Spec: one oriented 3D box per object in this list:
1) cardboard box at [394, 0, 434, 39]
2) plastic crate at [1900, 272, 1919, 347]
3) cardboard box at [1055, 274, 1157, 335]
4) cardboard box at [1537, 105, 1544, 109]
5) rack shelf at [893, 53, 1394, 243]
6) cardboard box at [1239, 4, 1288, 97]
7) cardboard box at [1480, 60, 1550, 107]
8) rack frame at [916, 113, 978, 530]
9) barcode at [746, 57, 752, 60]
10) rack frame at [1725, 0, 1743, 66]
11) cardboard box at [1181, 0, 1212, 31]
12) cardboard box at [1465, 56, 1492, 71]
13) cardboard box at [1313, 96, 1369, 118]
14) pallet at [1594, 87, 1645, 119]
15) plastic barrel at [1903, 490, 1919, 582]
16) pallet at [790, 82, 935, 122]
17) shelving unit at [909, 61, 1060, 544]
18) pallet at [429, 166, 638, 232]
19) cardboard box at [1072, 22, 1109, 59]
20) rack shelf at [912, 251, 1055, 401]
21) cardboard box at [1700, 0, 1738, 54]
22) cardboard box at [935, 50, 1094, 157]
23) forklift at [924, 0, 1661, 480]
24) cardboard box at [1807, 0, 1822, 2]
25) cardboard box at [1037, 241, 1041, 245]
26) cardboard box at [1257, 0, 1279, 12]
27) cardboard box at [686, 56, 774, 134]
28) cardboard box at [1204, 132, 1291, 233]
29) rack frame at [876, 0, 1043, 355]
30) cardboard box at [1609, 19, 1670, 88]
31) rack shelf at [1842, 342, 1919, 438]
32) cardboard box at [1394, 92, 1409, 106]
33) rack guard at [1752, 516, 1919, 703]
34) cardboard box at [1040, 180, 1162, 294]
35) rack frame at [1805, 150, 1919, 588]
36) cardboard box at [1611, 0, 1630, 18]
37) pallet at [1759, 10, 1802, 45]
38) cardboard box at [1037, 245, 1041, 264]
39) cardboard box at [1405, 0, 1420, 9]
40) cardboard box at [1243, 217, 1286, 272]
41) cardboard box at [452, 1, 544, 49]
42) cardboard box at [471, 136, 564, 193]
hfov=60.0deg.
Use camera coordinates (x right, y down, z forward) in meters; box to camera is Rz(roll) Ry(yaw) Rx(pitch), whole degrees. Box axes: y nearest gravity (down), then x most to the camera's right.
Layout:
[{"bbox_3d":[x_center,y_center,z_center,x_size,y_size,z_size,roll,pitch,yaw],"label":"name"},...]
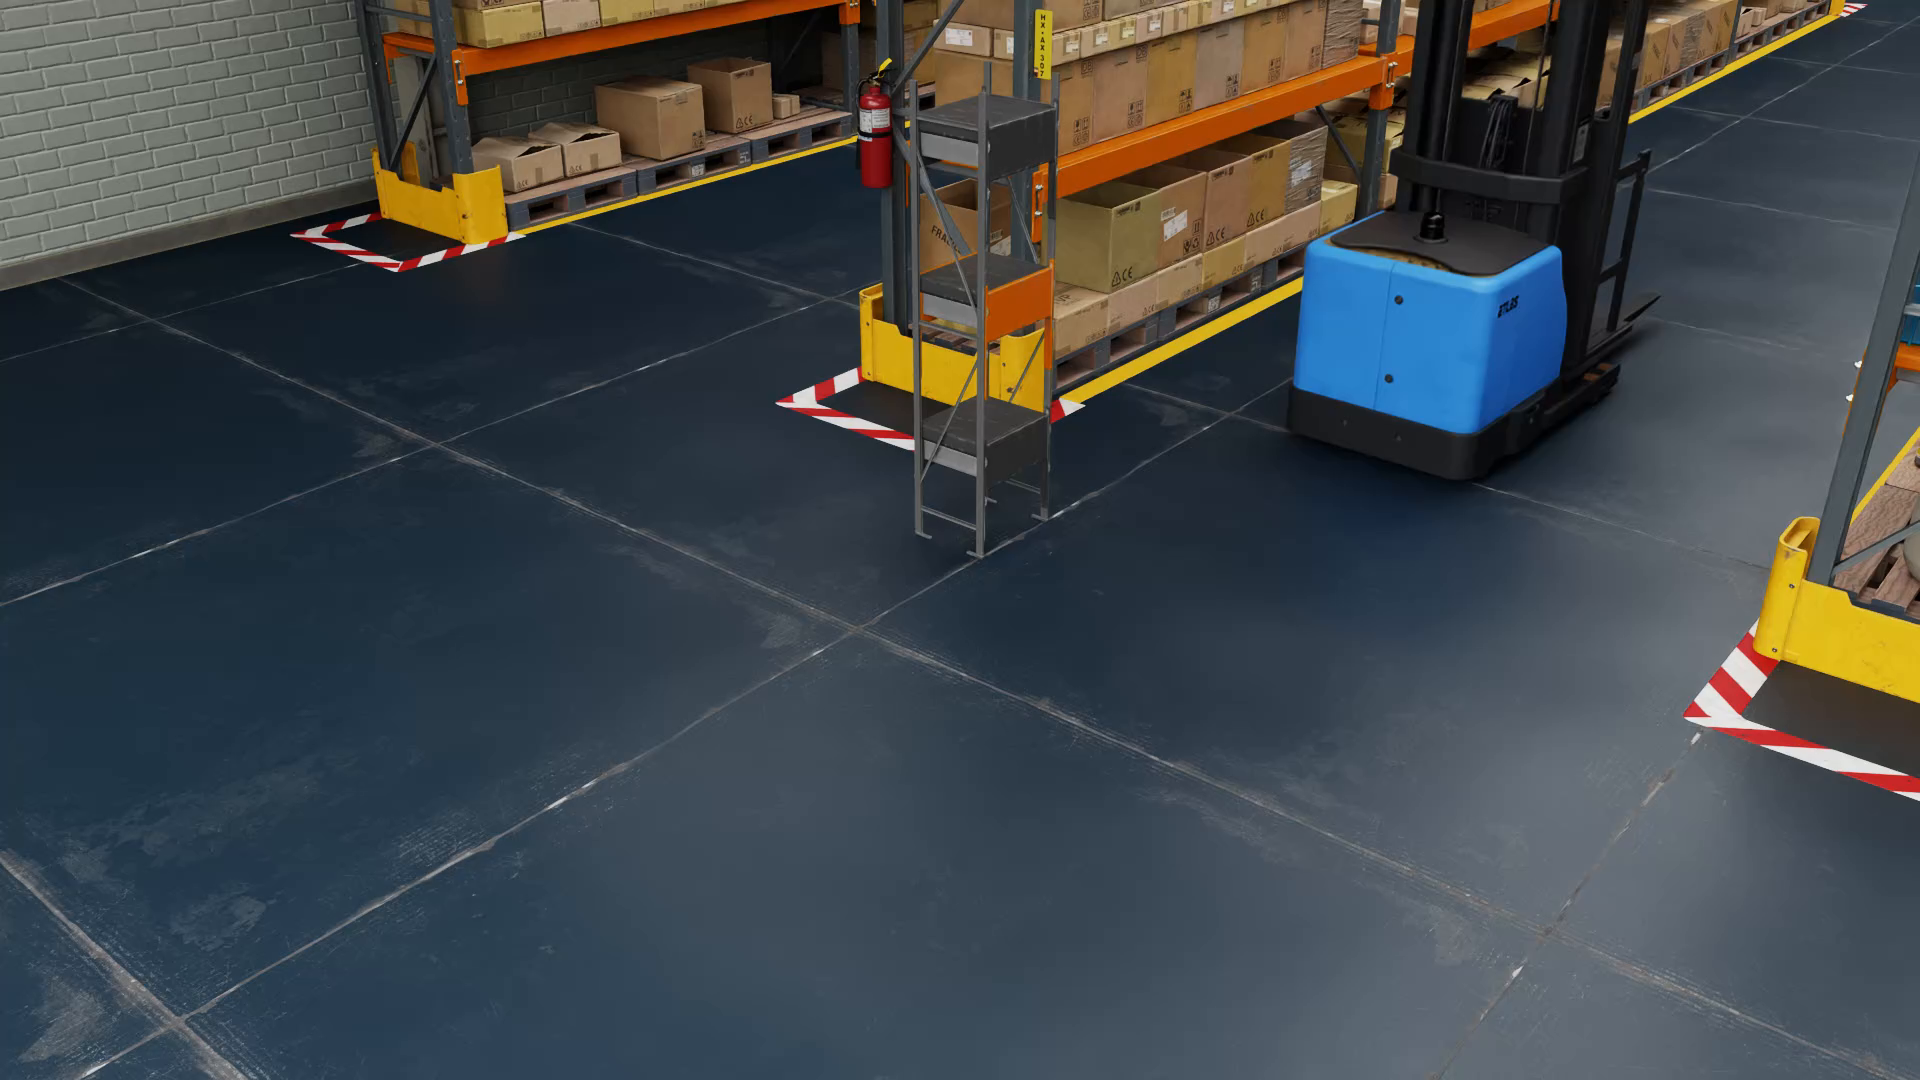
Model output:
[{"bbox_3d":[-3.694,-3.785,11.944,0.500,0.250,0.500,21,34,35],"label":"cardboard box"},{"bbox_3d":[3.891,-0.924,6.433,0.499,0.251,0.616,21,34,34],"label":"plastic crate"},{"bbox_3d":[0.811,-1.443,9.810,0.500,0.250,0.500,21,34,34],"label":"cardboard box"},{"bbox_3d":[4.600,-3.534,13.852,0.500,0.250,0.500,20,34,34],"label":"cardboard box"},{"bbox_3d":[1.255,-2.564,10.224,1.077,0.370,4.000,21,34,34],"label":"rack shelf"},{"bbox_3d":[1.598,-3.112,10.392,0.700,0.500,0.500,21,34,35],"label":"cardboard box"},{"bbox_3d":[4.603,-3.781,13.719,0.500,0.311,0.500,20,34,34],"label":"cardboard box"},{"bbox_3d":[-0.049,-0.904,7.213,0.380,1.831,0.006,21,34,34],"label":"rack frame"},{"bbox_3d":[-1.826,-4.145,14.390,0.001,0.075,0.075,21,34,34],"label":"barcode"},{"bbox_3d":[7.616,-6.429,16.912,1.000,3.000,0.127,21,34,34],"label":"rack frame"},{"bbox_3d":[1.217,-3.040,9.547,0.380,0.149,0.250,20,34,34],"label":"cardboard box"},{"bbox_3d":[4.184,-3.936,14.019,0.500,0.311,0.500,20,33,33],"label":"cardboard box"},{"bbox_3d":[2.890,-3.220,12.635,0.500,0.311,0.500,22,34,36],"label":"cardboard box"},{"bbox_3d":[5.576,-4.025,15.302,1.003,0.211,1.213,21,34,34],"label":"pallet"},{"bbox_3d":[4.163,-0.062,6.856,0.421,0.512,0.421,0,27,0],"label":"plastic barrel"},{"bbox_3d":[-0.803,-4.077,15.400,1.003,0.211,1.213,21,34,34],"label":"pallet"},{"bbox_3d":[0.107,-0.992,7.383,0.431,2.100,0.499,21,34,34],"label":"shelving unit"},{"bbox_3d":[-3.249,-2.687,12.713,1.003,0.211,1.213,21,34,34],"label":"pallet"},{"bbox_3d":[0.565,-2.677,8.845,0.380,0.149,0.250,20,33,33],"label":"cardboard box"},{"bbox_3d":[0.105,-0.979,7.387,0.431,0.518,0.480,21,34,34],"label":"rack shelf"},{"bbox_3d":[7.523,-5.255,16.885,0.500,0.500,0.500,21,34,34],"label":"cardboard box"},{"bbox_3d":[0.290,-2.380,8.977,0.700,0.500,0.500,21,34,34],"label":"cardboard box"},{"bbox_3d":[2.152,-1.943,8.317,1.782,2.935,5.045,22,34,35],"label":"forklift"},{"bbox_3d":[10.005,-6.667,19.615,0.500,0.500,0.500,21,34,34],"label":"cardboard box"},{"bbox_3d":[0.720,-2.108,10.280,0.500,0.500,0.500,21,34,34],"label":"cardboard box"},{"bbox_3d":[1.711,-3.316,10.080,0.380,0.149,0.250,22,34,36],"label":"cardboard box"},{"bbox_3d":[-1.927,-3.744,13.965,0.500,0.500,0.500,18,32,31],"label":"cardboard box"},{"bbox_3d":[1.759,-2.310,10.670,0.500,0.500,0.500,21,34,34],"label":"cardboard box"},{"bbox_3d":[-0.017,-2.174,8.688,1.000,3.000,0.127,21,34,34],"label":"rack frame"},{"bbox_3d":[6.233,-4.537,15.497,0.500,0.500,0.500,20,34,34],"label":"cardboard box"},{"bbox_3d":[5.075,-1.115,7.423,1.077,0.370,4.000,21,34,34],"label":"rack shelf"},{"bbox_3d":[3.633,-3.240,12.674,0.500,0.311,0.500,19,33,33],"label":"cardboard box"},{"bbox_3d":[3.815,0.345,6.540,1.175,0.500,0.348,21,34,34],"label":"rack guard"},{"bbox_3d":[0.813,-1.775,9.636,0.500,0.500,0.500,21,34,34],"label":"cardboard box"},{"bbox_3d":[3.803,-0.725,5.887,1.000,3.000,0.127,21,34,34],"label":"rack frame"},{"bbox_3d":[6.166,-5.214,15.990,0.500,0.250,0.500,20,33,33],"label":"cardboard box"},{"bbox_3d":[8.829,-5.868,18.863,1.003,0.211,1.213,21,34,34],"label":"pallet"},{"bbox_3d":[0.405,-1.596,10.107,0.500,0.250,0.500,21,34,34],"label":"cardboard box"},{"bbox_3d":[3.364,-4.091,12.284,0.500,0.500,0.500,24,36,38],"label":"cardboard box"},{"bbox_3d":[1.769,-1.973,10.835,0.500,0.250,0.500,21,34,34],"label":"cardboard box"},{"bbox_3d":[-3.286,-3.643,11.669,0.500,0.250,0.500,20,33,33],"label":"cardboard box"},{"bbox_3d":[-3.332,-2.841,12.424,0.500,0.311,0.500,17,32,29],"label":"cardboard box"}]
